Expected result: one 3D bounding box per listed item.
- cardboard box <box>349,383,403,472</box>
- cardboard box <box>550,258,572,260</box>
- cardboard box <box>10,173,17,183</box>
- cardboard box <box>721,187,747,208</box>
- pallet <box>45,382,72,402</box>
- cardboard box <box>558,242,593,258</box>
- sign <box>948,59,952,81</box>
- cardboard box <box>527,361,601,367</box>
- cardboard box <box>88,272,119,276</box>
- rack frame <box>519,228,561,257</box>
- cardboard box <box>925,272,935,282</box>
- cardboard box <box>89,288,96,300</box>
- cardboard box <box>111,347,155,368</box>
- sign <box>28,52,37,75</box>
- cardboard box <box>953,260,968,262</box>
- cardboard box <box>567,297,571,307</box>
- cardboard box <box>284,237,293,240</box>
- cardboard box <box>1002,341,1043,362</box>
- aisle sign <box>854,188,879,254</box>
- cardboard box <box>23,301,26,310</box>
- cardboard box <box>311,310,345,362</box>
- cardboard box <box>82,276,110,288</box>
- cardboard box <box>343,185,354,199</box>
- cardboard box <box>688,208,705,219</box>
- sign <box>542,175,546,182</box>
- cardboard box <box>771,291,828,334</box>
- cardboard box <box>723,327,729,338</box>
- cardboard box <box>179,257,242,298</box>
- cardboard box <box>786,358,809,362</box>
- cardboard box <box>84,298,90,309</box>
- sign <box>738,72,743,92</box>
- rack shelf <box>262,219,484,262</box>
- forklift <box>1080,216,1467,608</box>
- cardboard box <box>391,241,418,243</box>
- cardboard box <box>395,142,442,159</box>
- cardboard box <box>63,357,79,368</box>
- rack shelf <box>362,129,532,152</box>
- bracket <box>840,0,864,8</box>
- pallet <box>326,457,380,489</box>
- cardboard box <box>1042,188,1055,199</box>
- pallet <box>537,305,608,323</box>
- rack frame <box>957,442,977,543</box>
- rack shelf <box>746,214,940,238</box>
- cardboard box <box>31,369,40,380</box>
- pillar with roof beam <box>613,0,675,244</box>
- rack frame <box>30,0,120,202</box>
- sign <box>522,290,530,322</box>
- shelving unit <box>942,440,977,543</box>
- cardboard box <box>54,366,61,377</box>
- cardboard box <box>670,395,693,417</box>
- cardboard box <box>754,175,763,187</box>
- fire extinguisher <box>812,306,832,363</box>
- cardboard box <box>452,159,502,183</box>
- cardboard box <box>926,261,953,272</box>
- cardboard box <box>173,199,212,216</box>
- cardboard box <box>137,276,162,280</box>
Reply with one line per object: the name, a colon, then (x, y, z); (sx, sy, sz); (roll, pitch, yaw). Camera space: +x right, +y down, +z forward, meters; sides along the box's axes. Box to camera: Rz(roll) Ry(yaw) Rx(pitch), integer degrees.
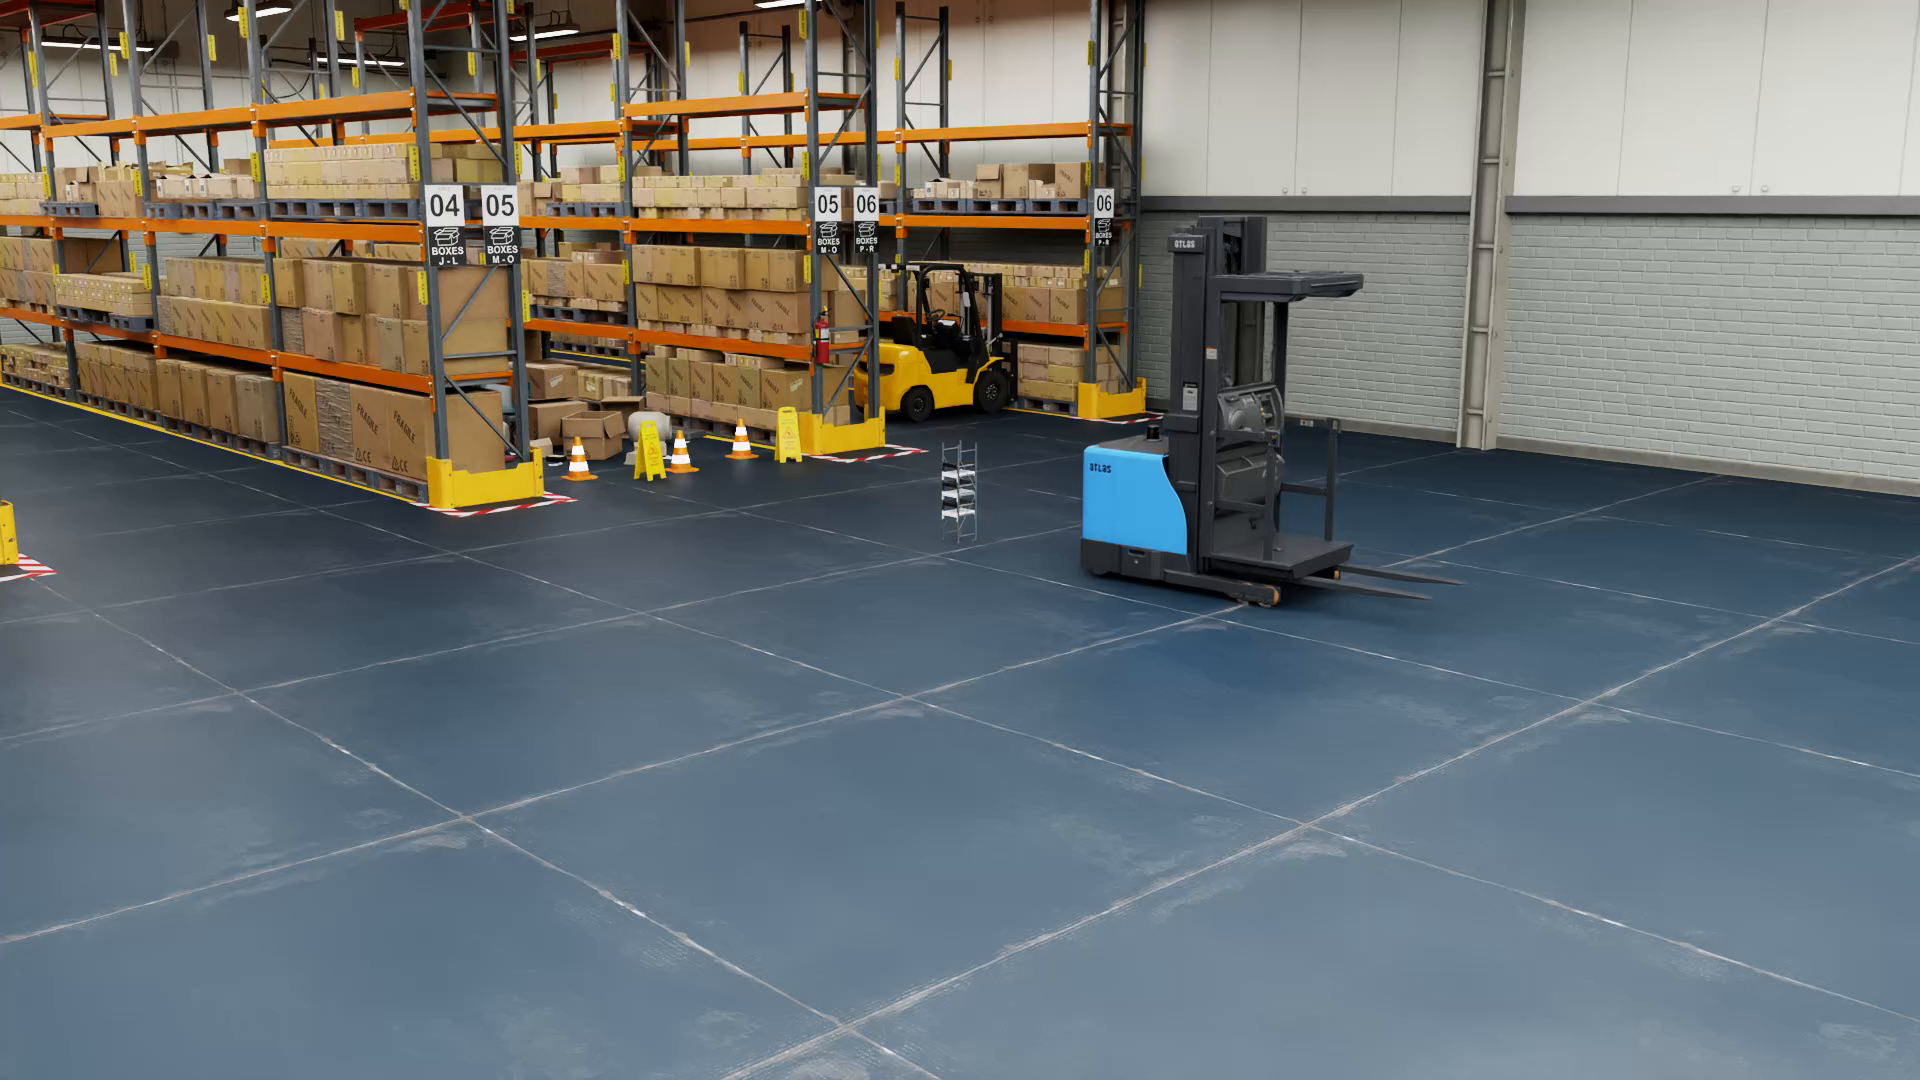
cardboard box: (-6.044, -1.269, 18.203); (0.875, 0.875, 0.875); (-11, 16, -43)
cardboard box: (-6.053, -4.057, 25.485); (0.500, 0.500, 0.500); (-11, 16, -43)
cardboard box: (-14.721, -5.700, 26.196); (0.380, 0.149, 0.250); (-11, 16, -44)
cardboard box: (-2.664, -4.318, 20.977); (0.500, 0.250, 0.500); (-10, 16, -41)
pallet: (-13.695, -2.365, 26.207); (1.003, 0.211, 1.213); (-11, 16, -43)
cardboard box: (-7.715, -5.735, 33.430); (0.500, 0.500, 0.500); (-10, 16, -41)
sign: (-0.165, -7.414, 26.229); (0.100, 0.325, 0.005); (-11, 16, -43)
cardboard box: (-6.034, -2.487, 25.358); (0.950, 0.372, 0.625); (-11, 16, -44)
cardboard box: (-13.365, -3.940, 25.955); (0.500, 0.500, 0.500); (-11, 16, -44)
rack frame: (-8.870, -5.618, 35.087); (1.000, 3.000, 0.127); (-11, 16, -43)
cardboard box: (-0.373, -4.113, 25.925); (0.380, 0.149, 0.250); (-10, 16, -41)
cardboard box: (-12.184, -3.517, 23.730); (0.380, 0.149, 0.250); (-11, 16, -44)
cardboard box: (-11.801, -2.615, 23.803); (0.500, 0.250, 0.500); (-10, 16, -41)
sign: (-13.611, -6.999, 24.412); (0.100, 0.325, 0.005); (-11, 16, -43)
cardboard box: (-0.001, -4.333, 26.253); (0.250, 0.149, 0.380); (11, 16, 44)
cardboard box: (-5.527, -3.498, 24.376); (0.250, 0.149, 0.380); (11, 16, 43)
cardboard box: (-12.412, -5.692, 31.112); (0.380, 0.149, 0.250); (-10, 16, -41)
cardboard box: (0.923, -2.802, 24.711); (0.500, 0.250, 0.500); (-11, 16, -42)
aisle sign: (-1.141, -3.898, 20.296); (0.394, 0.787, 0.004); (-11, 16, -43)
cardboard box: (-14.867, -3.785, 26.811); (0.380, 0.149, 0.250); (-10, 15, -41)
cardboard box: (-6.733, -2.319, 18.702); (0.875, 0.550, 0.550); (-11, 16, -43)
cardboard box: (-12.372, -3.702, 23.891); (0.380, 0.149, 0.250); (-10, 15, -40)
cardboard box: (-6.270, -3.674, 17.550); (0.380, 0.149, 0.250); (-11, 16, -42)
cardboard box: (-3.306, -4.241, 21.590); (0.380, 0.149, 0.250); (-11, 16, -44)
sign: (-6.539, -5.556, 26.071); (0.100, 0.325, 0.005); (-11, 16, -43)
cardboard box: (-1.982, -2.827, 20.551); (0.500, 0.500, 0.500); (-11, 16, -44)
cardboard box: (-2.862, -2.719, 21.634); (0.380, 0.149, 0.250); (-11, 16, -43)
cardboard box: (-9.790, -3.452, 21.847); (0.700, 0.500, 0.500); (-11, 16, -43)
cardboard box: (-2.467, -3.306, 28.708); (0.875, 0.625, 0.625); (-10, 15, -41)
cardboard box: (-12.360, -3.409, 23.945); (0.380, 0.149, 0.250); (-11, 16, -44)
sign: (-3.731, -7.808, 28.338); (0.100, 0.325, 0.005); (-11, 16, -43)
rack shelf: (-6.299, -3.295, 18.160); (1.077, 0.370, 4.000); (-11, 16, -43)
forklift: (2.461, -1.037, 13.019); (3.031, 2.935, 1.130); (9, 15, 39)
cardboard box: (-9.725, -5.281, 29.116); (0.380, 0.149, 0.250); (-11, 16, -43)
cardboard box: (-5.396, -3.880, 16.572); (0.380, 0.149, 0.250); (-11, 16, -42)
cardboard box: (-13.639, -2.754, 25.735); (0.380, 0.149, 0.250); (-10, 15, -41)
rack shelf: (-8.314, -6.441, 26.984); (1.077, 0.370, 4.000); (-11, 16, -43)
bracket: (-1.763, -8.977, 27.603); (0.235, 0.232, 0.430); (-11, 16, -43)
pallet: (-6.365, -0.805, 18.632); (1.003, 0.211, 1.213); (-11, 16, -43)
cardboard box: (1.388, -4.963, 23.805); (0.250, 0.149, 0.380); (11, 16, 44)
pallet: (-5.536, -3.381, 24.705); (1.003, 0.211, 1.213); (-11, 16, -43)
rack frame: (0.065, -0.427, 15.093); (0.240, 0.900, 0.006); (-11, 16, -43)
rack shelf: (-1.964, -5.276, 27.773); (1.077, 0.370, 4.000); (-11, 16, -43)
cardboard box: (-14.759, -2.686, 26.878); (0.380, 0.149, 0.250); (-11, 16, -43)
pillar with roof beam: (-9.050, -7.600, 29.839); (9.100, 9.000, 0.548); (-11, 16, -43)
rack frame: (-13.205, -6.576, 24.868); (1.000, 3.000, 0.127); (-11, 16, -43)
sign: (-4.513, -2.426, 17.249); (0.100, 0.325, 0.005); (-11, 16, -43)
shelving unit: (-0.006, -0.442, 15.165); (0.258, 0.900, 0.210); (-11, 16, -43)
cardboard box: (-13.849, -2.632, 25.880); (0.250, 0.149, 0.380); (11, 16, 42)
cardboard box: (-3.581, -1.834, 22.490); (0.500, 0.250, 0.500); (-10, 15, -39)
cardboard box: (-2.333, -4.458, 20.667); (0.380, 0.149, 0.250); (-11, 16, -42)
fire extinguisher: (-1.662, -2.472, 20.008); (0.296, 0.674, 0.183); (-11, 16, -43)
cardboard box: (-5.066, -3.789, 17.119); (0.500, 0.250, 0.500); (-11, 16, -43)
cardboard box: (-0.319, -4.268, 25.942); (0.380, 0.149, 0.250); (-11, 16, -42)
cardboard box: (-10.645, -4.693, 22.912); (0.500, 0.500, 0.500); (-11, 16, -43)
cardboard box: (-11.700, -3.751, 24.131); (0.380, 0.149, 0.250); (-11, 16, -43)
